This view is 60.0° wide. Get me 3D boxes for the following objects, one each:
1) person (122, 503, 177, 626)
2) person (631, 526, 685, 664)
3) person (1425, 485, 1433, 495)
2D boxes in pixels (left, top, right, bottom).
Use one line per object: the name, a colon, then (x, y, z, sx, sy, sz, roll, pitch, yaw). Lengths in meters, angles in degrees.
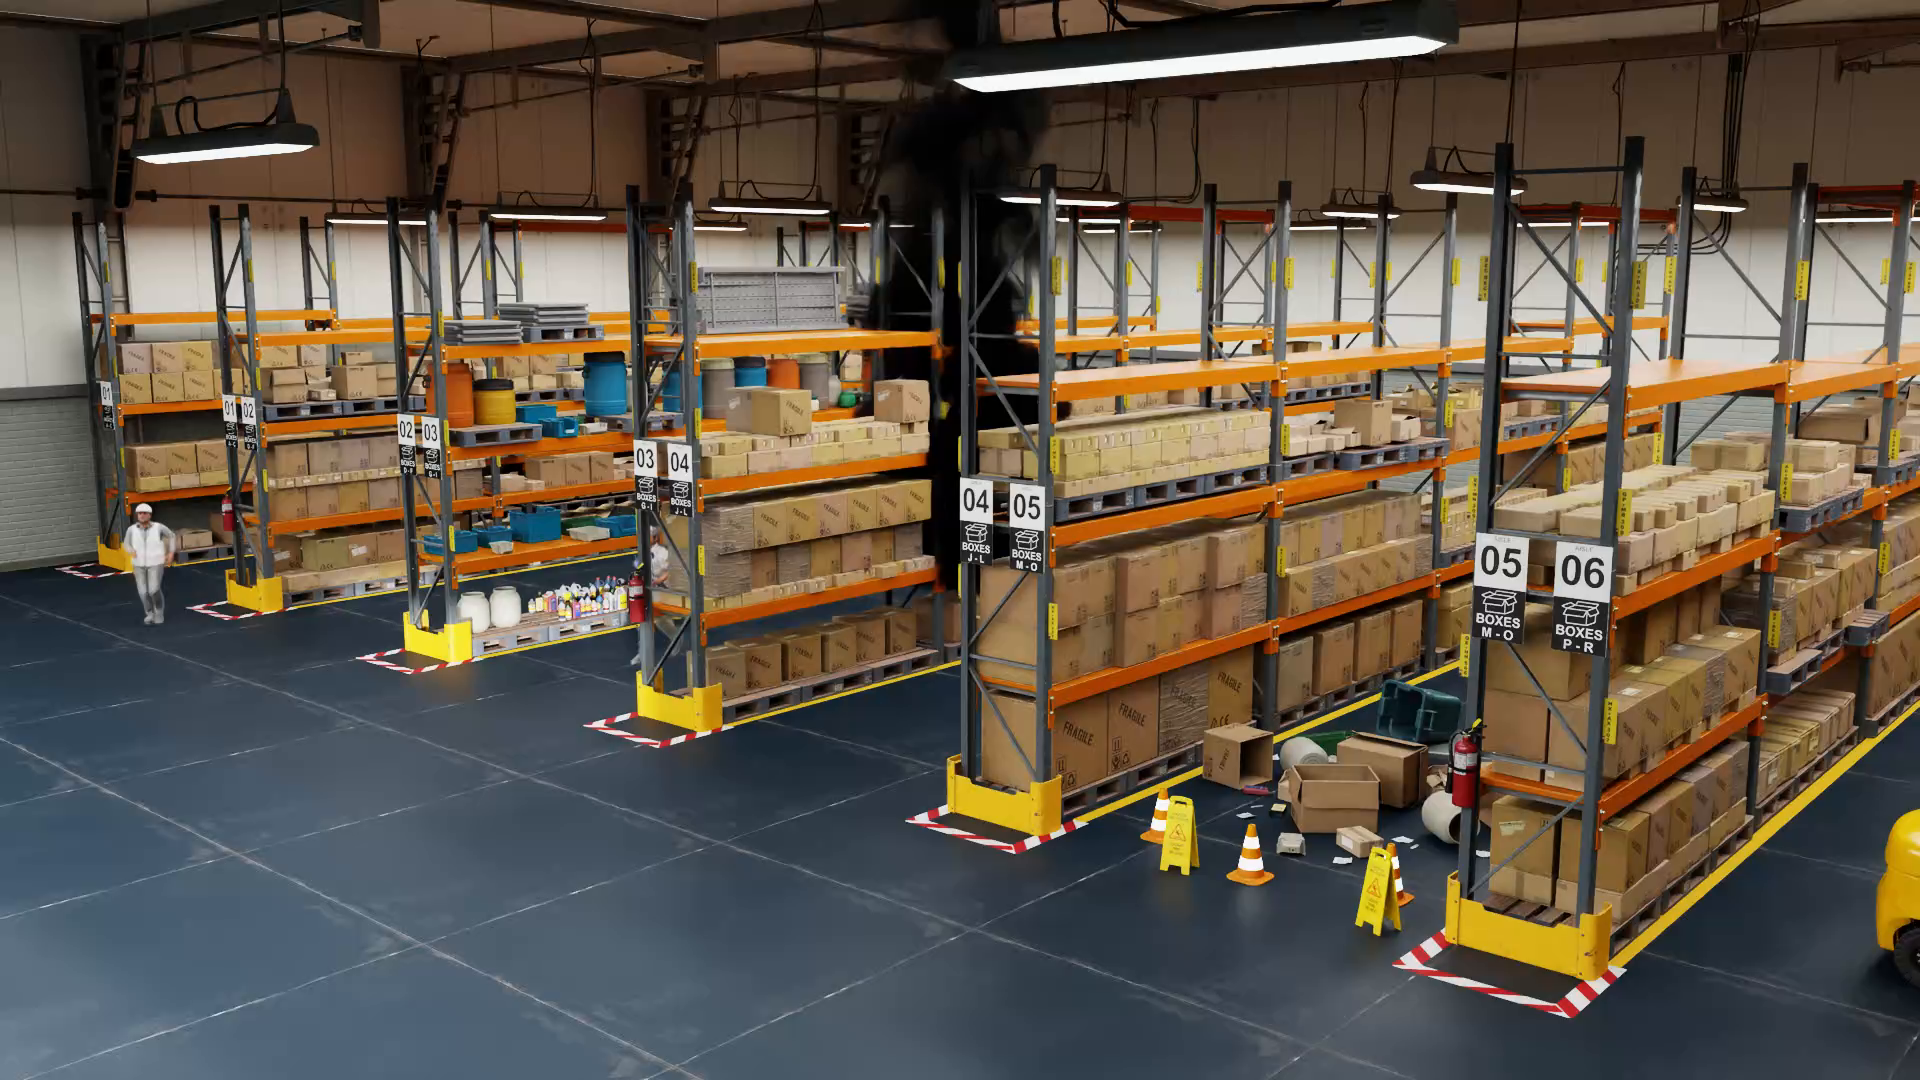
person: (-11.614, 0.367, 23.833, 0.682, 1.794, 0.681, -2, 10, -13)
person: (-3.794, 0.660, 20.652, 0.629, 1.692, 0.763, 7, 12, 37)
person: (7.466, 0.001, 26.042, 0.674, 1.786, 0.963, 6, 11, 33)
